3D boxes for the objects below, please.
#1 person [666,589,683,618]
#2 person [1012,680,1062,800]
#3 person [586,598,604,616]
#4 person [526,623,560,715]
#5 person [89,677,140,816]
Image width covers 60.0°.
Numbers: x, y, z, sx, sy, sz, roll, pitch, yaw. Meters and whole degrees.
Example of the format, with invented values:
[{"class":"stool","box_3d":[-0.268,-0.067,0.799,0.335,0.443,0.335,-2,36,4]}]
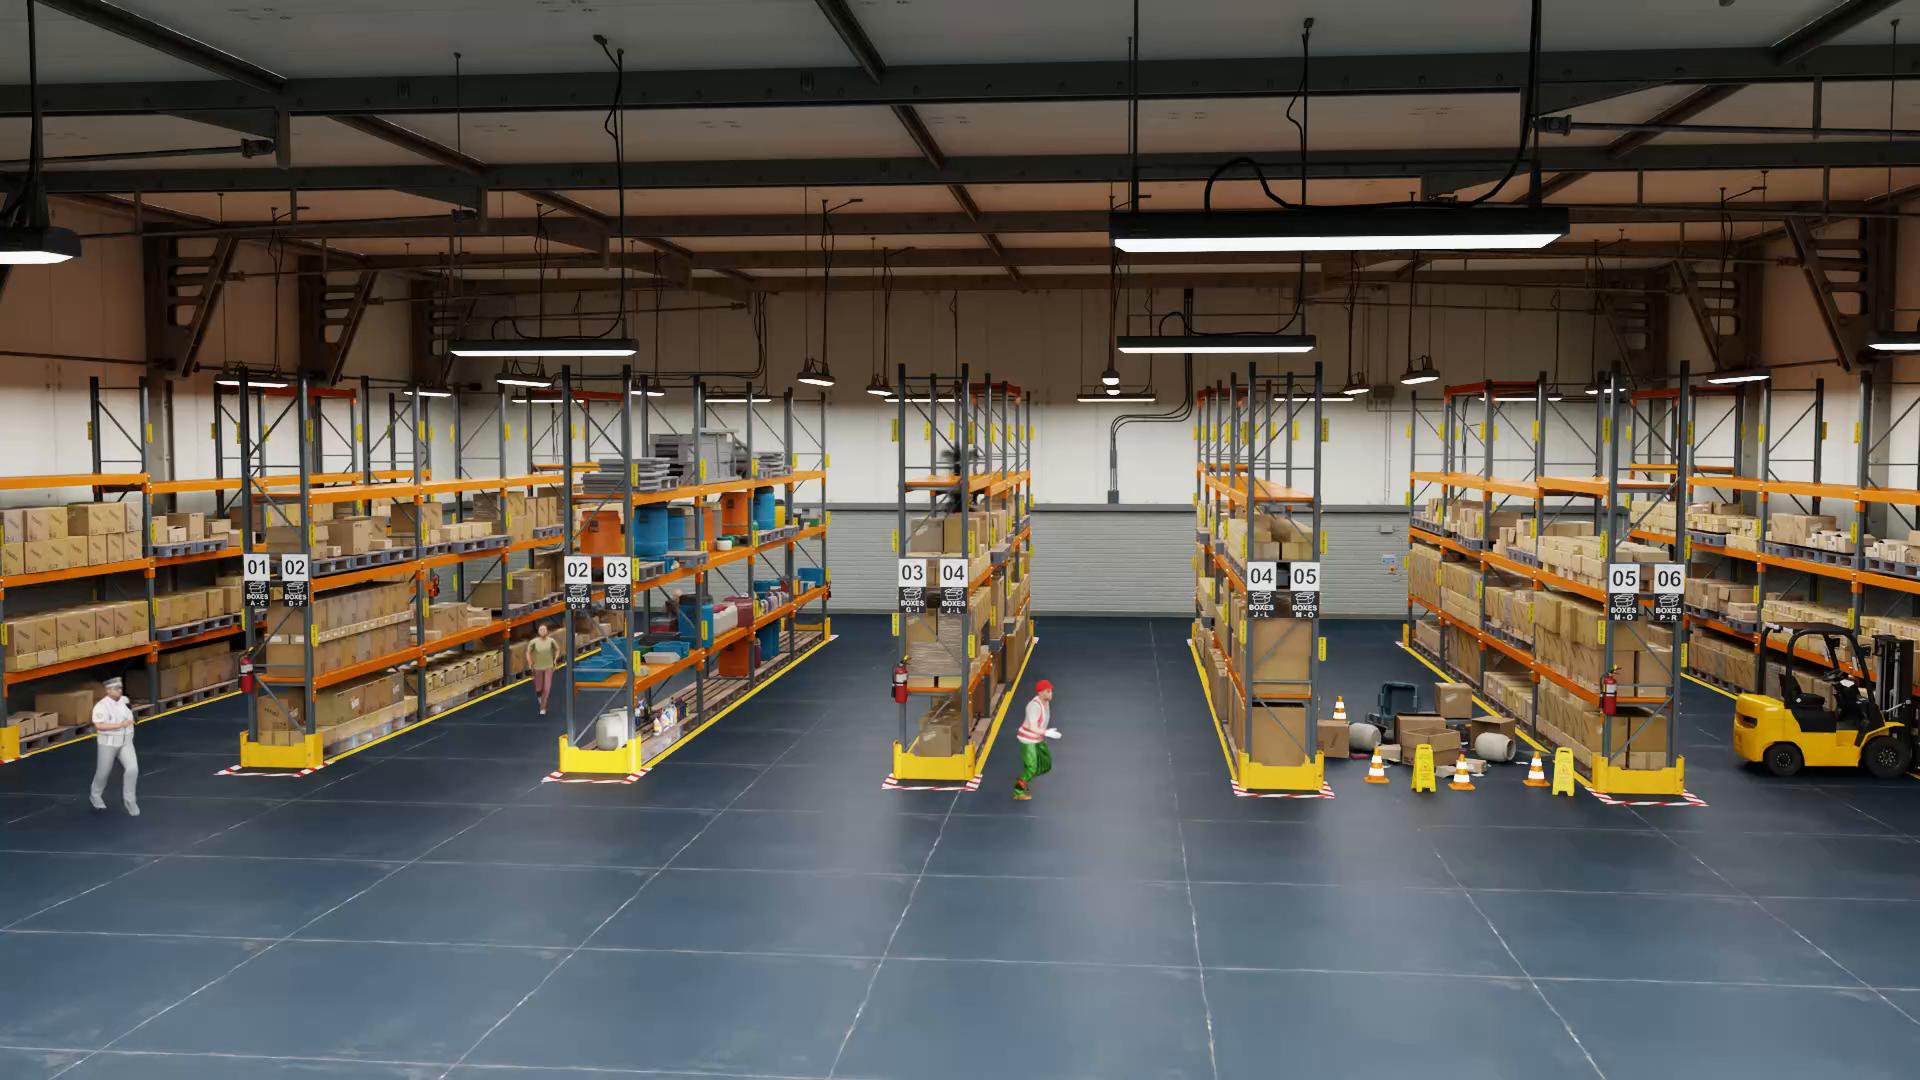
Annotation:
[{"class":"person","box_3d":[-5.955,1.902,35.518,0.736,1.744,0.975,1,4,11]},{"class":"person","box_3d":[1.052,2.718,22.565,0.773,1.678,0.679,2,4,30]},{"class":"person","box_3d":[-9.482,1.373,43.310,0.813,1.734,0.657,3,4,35]},{"class":"person","box_3d":[-7.449,2.290,29.730,0.589,1.622,0.694,-1,4,-15]},{"class":"person","box_3d":[-11.155,2.710,21.907,0.890,1.839,0.616,2,4,32]}]
